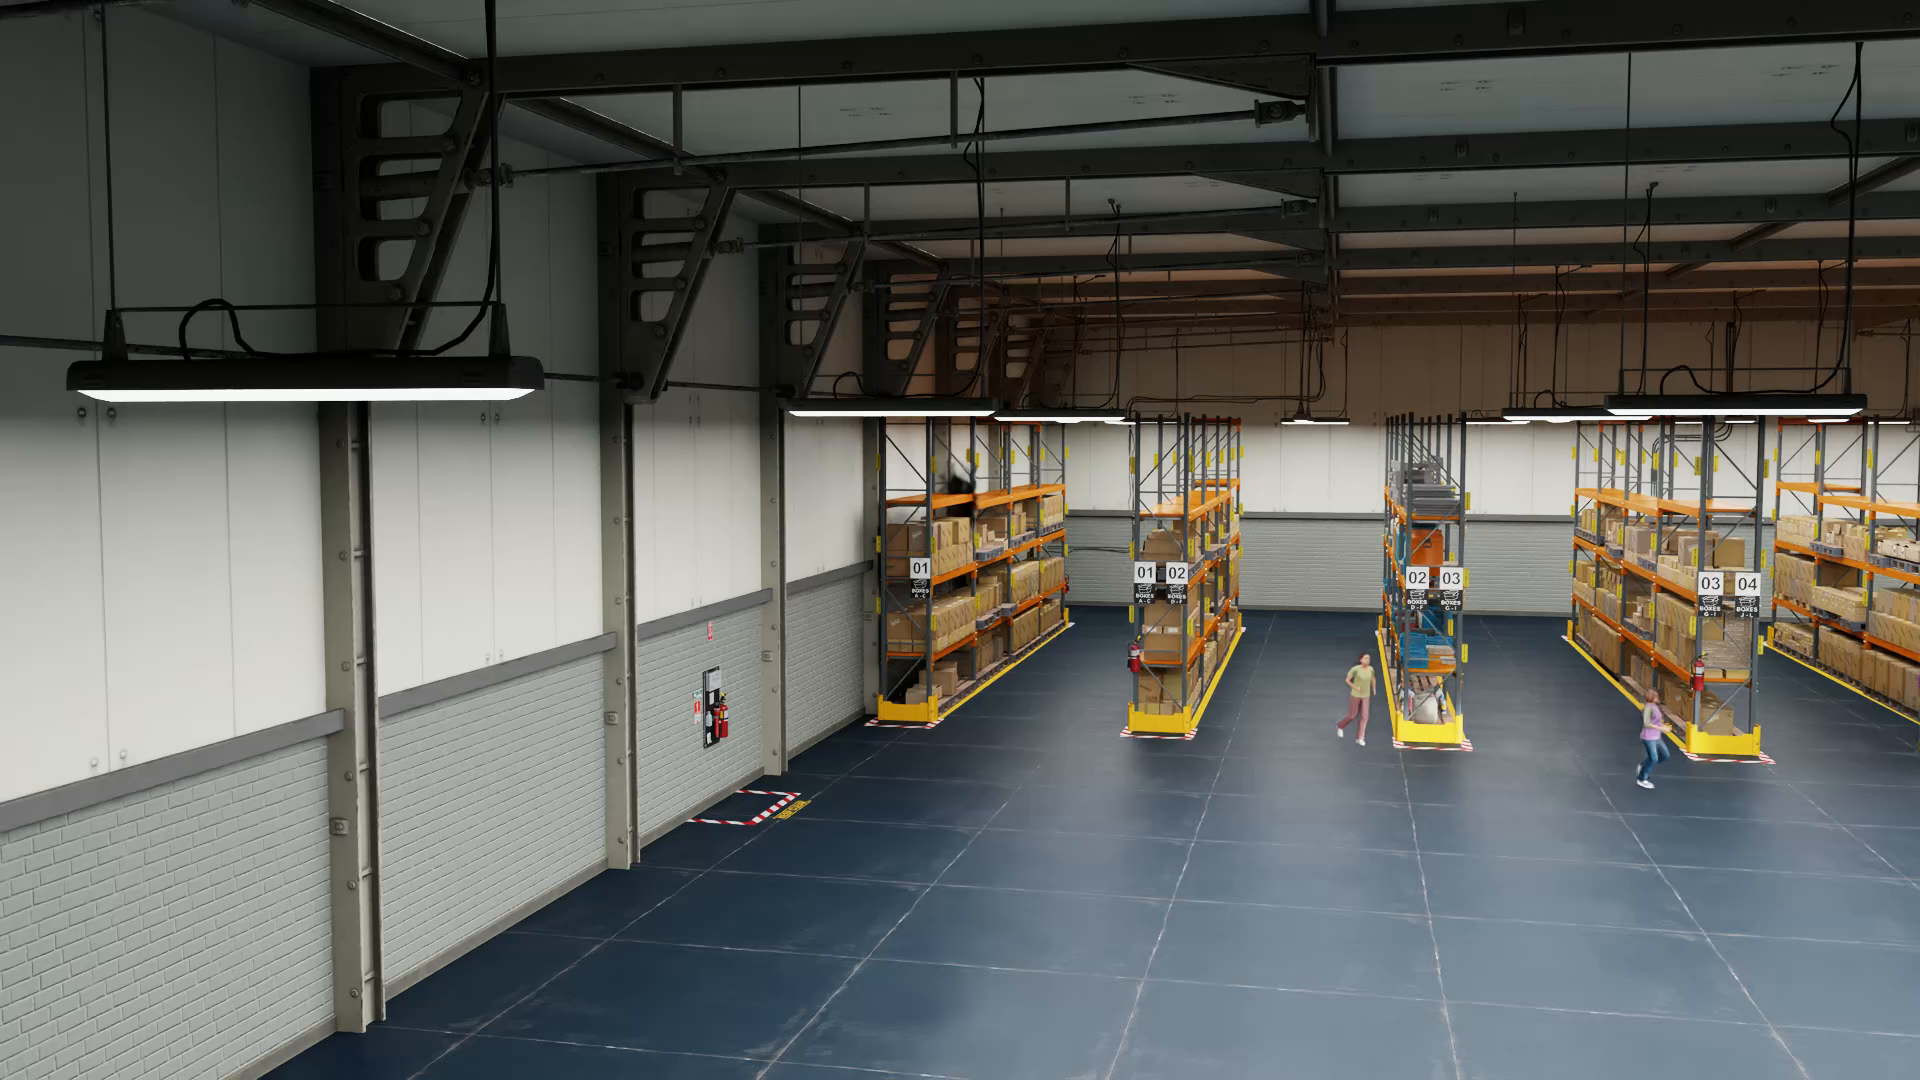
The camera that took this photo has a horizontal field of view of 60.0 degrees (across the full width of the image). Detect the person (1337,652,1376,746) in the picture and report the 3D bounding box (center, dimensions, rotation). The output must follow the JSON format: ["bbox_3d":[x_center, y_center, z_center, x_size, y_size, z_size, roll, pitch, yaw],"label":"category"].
[{"bbox_3d":[7.301,2.853,30.266,0.633,1.657,0.842,-1,4,-14],"label":"person"}]

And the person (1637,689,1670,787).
[{"bbox_3d":[11.017,3.152,26.392,0.520,1.569,0.590,3,5,39],"label":"person"}]
